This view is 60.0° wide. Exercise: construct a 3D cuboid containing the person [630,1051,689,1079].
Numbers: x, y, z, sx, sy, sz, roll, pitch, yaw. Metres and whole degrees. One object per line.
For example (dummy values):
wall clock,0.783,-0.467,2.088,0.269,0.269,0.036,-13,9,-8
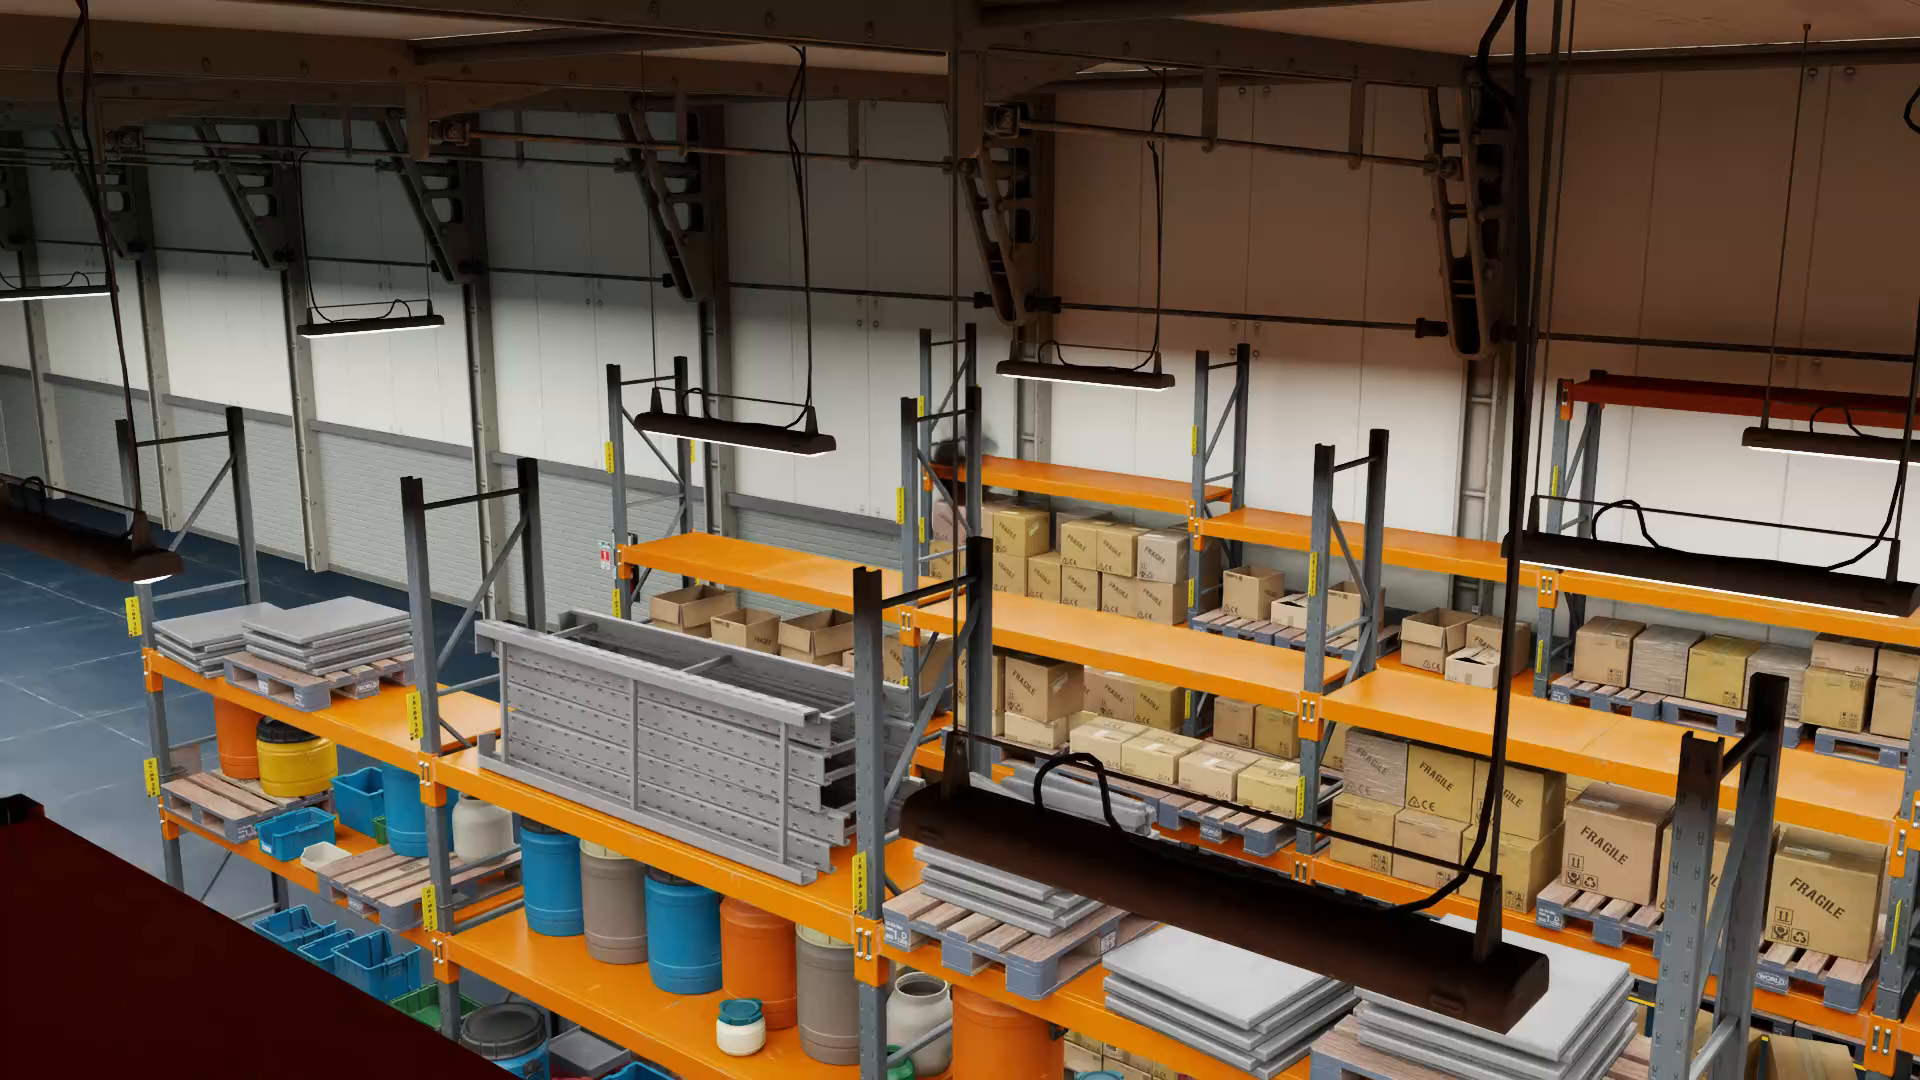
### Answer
person,-2.491,4.157,14.031,0.698,1.717,0.559,9,16,36
